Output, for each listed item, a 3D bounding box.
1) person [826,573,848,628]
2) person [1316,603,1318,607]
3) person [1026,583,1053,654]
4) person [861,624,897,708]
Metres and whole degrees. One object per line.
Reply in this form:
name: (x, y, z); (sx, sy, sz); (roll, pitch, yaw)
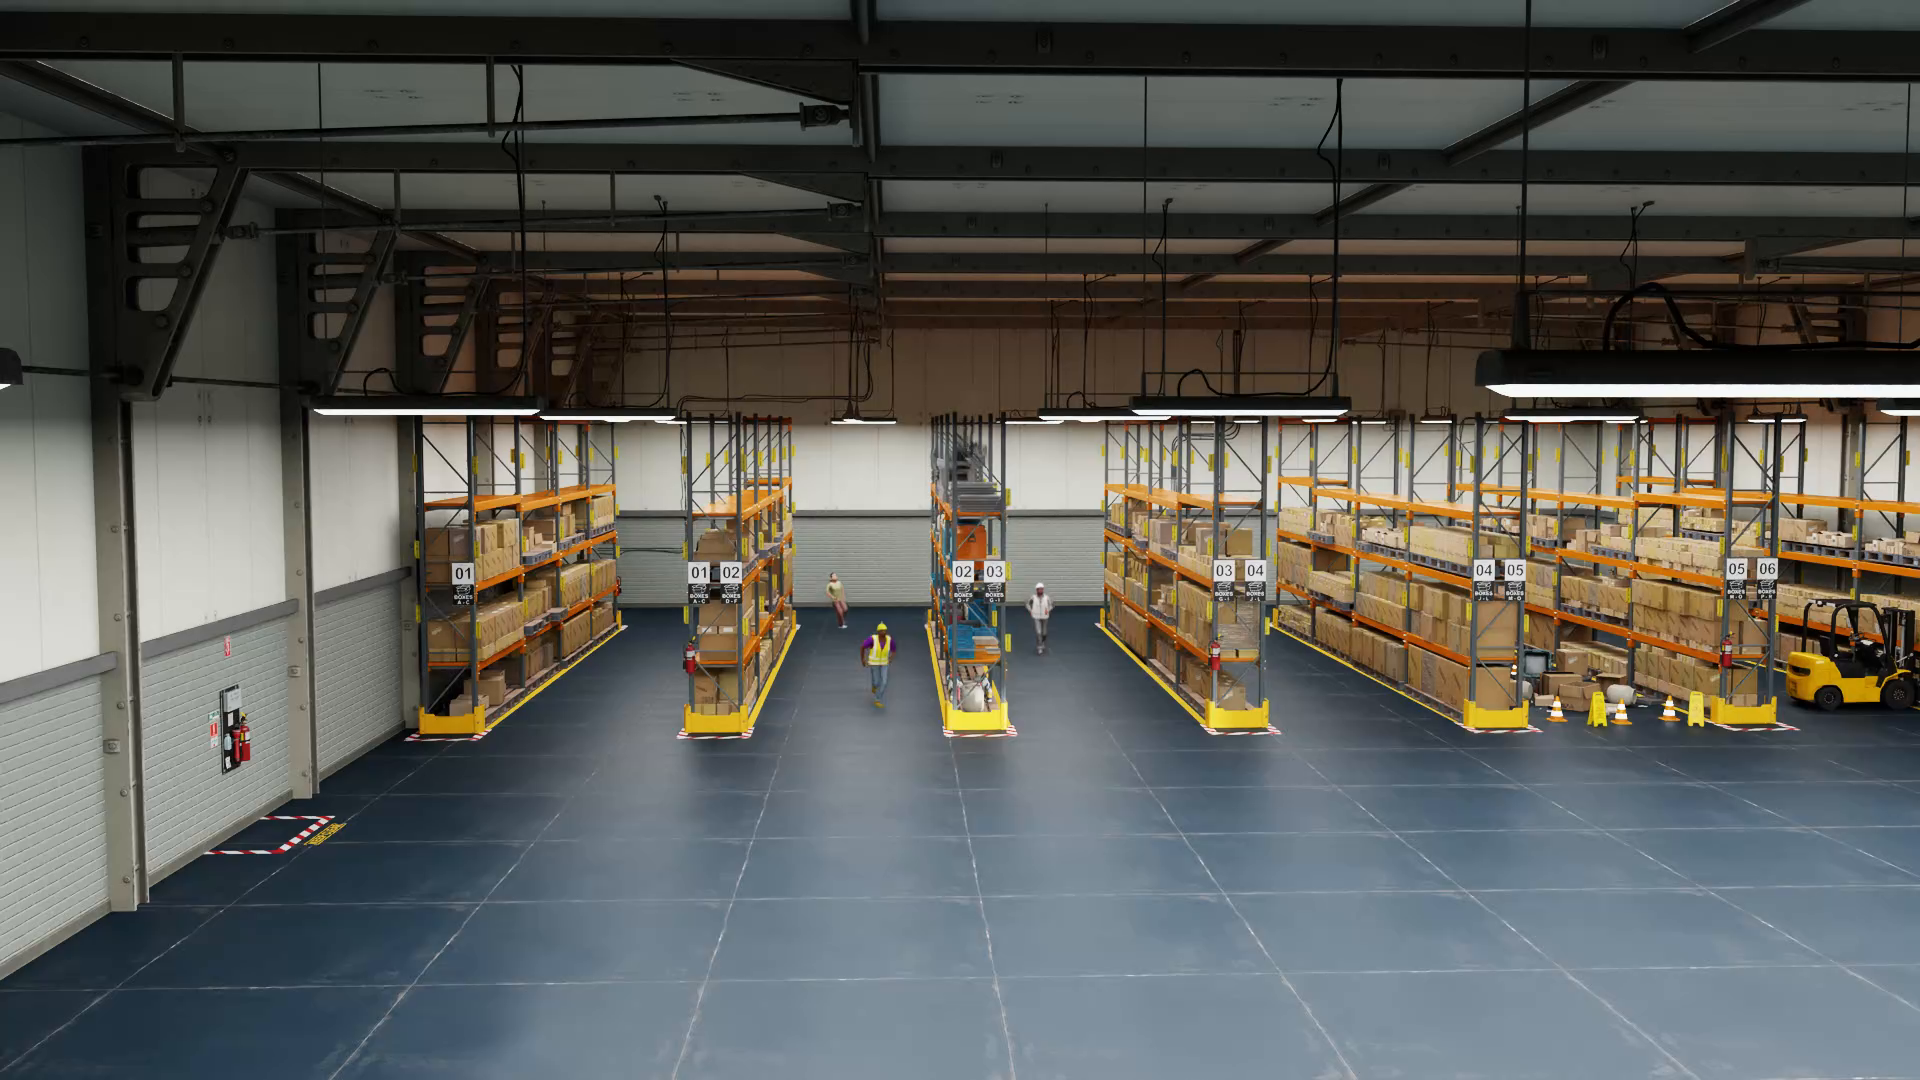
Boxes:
person: (-3.462, 1.736, 47.054); (0.621, 1.567, 0.539); (-3, 5, -34)
person: (10.484, 1.611, 48.661); (0.550, 1.639, 0.653); (4, 5, 43)
person: (2.020, 1.978, 42.166); (0.668, 1.766, 0.758); (0, 4, -5)
person: (-1.665, 2.563, 34.141); (0.740, 1.716, 0.699); (-1, 4, -15)
